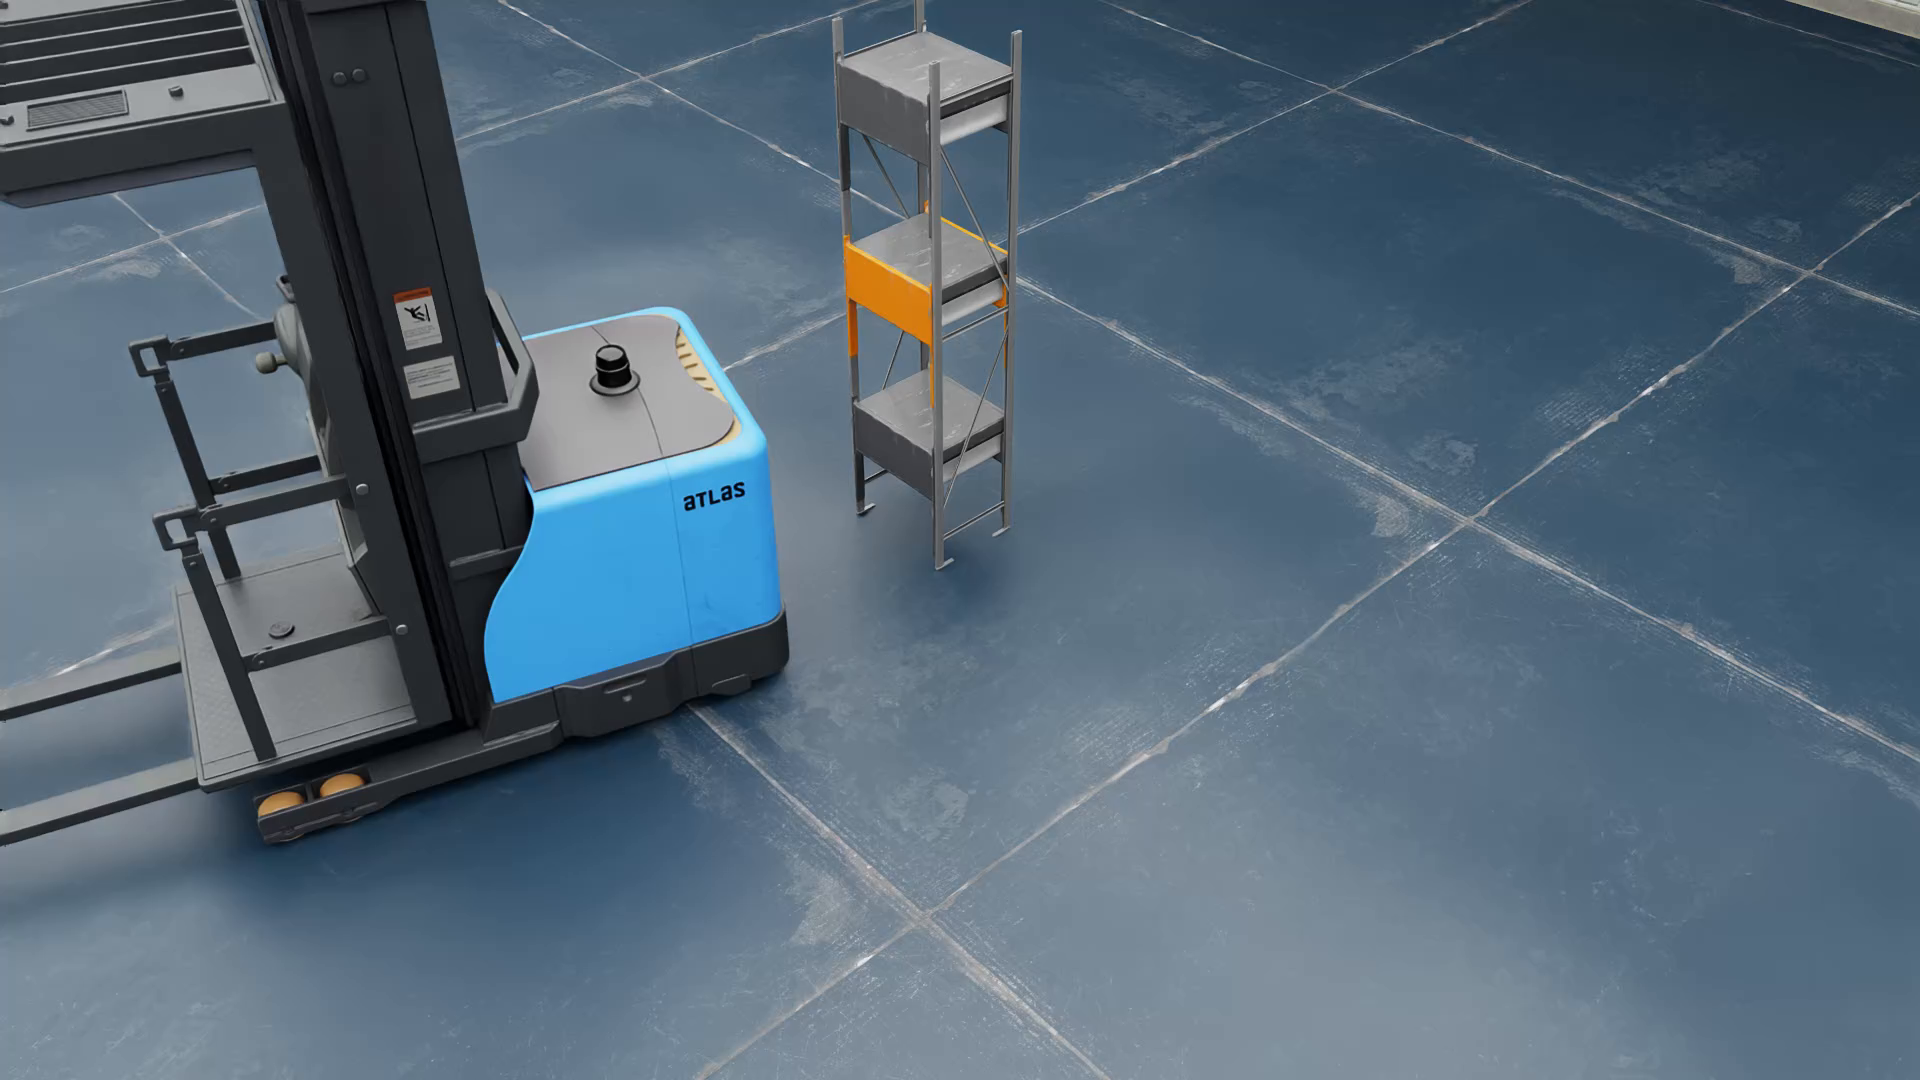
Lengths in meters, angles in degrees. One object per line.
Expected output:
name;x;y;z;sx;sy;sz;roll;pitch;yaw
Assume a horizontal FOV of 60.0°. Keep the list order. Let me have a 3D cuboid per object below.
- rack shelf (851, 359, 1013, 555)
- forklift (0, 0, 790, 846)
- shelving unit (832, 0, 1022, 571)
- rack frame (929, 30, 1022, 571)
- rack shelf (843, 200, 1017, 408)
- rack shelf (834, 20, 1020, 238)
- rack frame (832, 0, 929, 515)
rack shelf;-0.112;-0.338;6.634;0.431;0.518;0.480;-30;48;-32
forklift;-2.185;-0.521;5.063;3.031;2.935;1.130;-16;42;-19
shelving unit;-0.112;-0.893;6.185;0.431;2.100;0.503;-30;48;-32
rack frame;0.053;-0.781;6.045;0.400;2.100;0.015;-30;48;-32
rack shelf;-0.112;-0.883;6.194;0.431;0.518;0.480;-30;48;-32
rack shelf;-0.112;-1.427;5.754;0.431;0.518;0.480;-30;48;-32
rack frame;-0.277;-1.006;6.325;0.400;2.100;0.015;-30;48;-32
